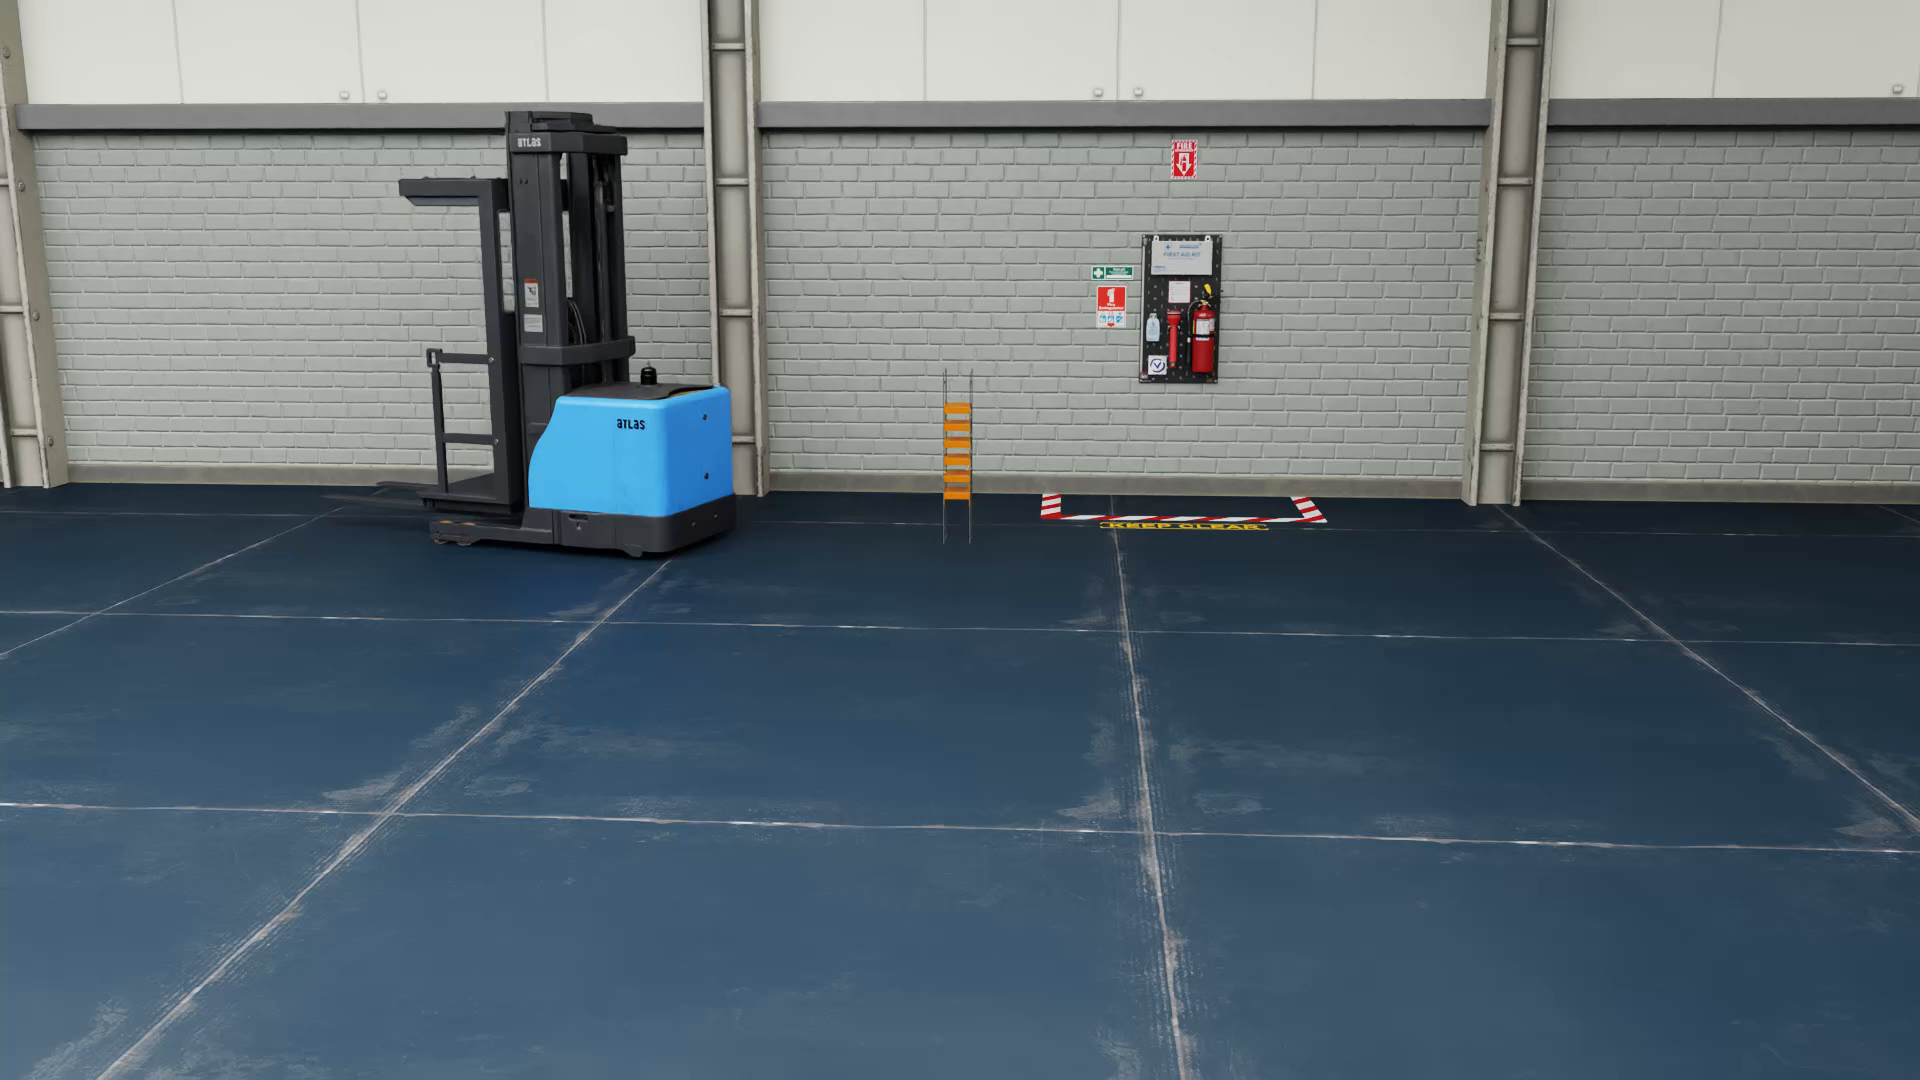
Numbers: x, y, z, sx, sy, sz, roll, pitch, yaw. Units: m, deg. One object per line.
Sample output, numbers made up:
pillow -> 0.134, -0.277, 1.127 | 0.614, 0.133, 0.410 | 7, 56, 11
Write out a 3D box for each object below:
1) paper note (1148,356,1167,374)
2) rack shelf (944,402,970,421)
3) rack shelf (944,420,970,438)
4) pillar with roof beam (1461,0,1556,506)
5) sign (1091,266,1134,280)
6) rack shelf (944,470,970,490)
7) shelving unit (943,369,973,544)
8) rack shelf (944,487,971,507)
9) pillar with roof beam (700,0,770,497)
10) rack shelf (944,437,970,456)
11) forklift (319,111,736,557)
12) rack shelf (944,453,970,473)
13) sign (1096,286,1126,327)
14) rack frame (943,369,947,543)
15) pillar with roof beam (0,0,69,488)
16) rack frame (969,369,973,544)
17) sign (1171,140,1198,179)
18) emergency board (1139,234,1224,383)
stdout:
paper note -> 1.576, -1.397, 13.271 | 0.142, 0.148, 0.016 | 1, 12, 4
rack shelf -> -0.014, -0.896, 11.582 | 0.180, 0.103, 0.258 | 1, 12, 4
rack shelf -> -0.014, -0.779, 11.606 | 0.180, 0.103, 0.258 | 1, 12, 4
pillar with roof beam -> 3.924, -3.827, 8.084 | 0.400, 9.000, 9.100 | 1, 12, 4
sign -> 1.208, -2.115, 13.172 | 0.331, 0.109, 0.001 | 1, 12, 4
rack shelf -> -0.014, -0.427, 11.680 | 0.180, 0.103, 0.258 | 1, 12, 4
shelving unit -> -0.014, -0.587, 11.646 | 0.189, 1.200, 0.258 | 1, 12, 4
rack shelf -> -0.014, -0.309, 11.704 | 0.180, 0.103, 0.258 | 1, 12, 4
pillar with roof beam -> -2.063, -3.909, 8.477 | 0.400, 9.000, 9.100 | 1, 12, 4
rack shelf -> -0.014, -0.661, 11.631 | 0.180, 0.103, 0.258 | 1, 12, 4
forklift -> -3.171, -1.486, 11.713 | 3.031, 2.935, 1.130 | 5, 13, 21
rack shelf -> -0.014, -0.544, 11.655 | 0.180, 0.103, 0.258 | 1, 12, 4
sign -> 1.204, -1.858, 13.235 | 0.234, 0.329, 0.001 | 1, 12, 4
rack frame -> -0.106, -0.589, 11.652 | 0.006, 1.200, 0.240 | 1, 12, 4
pillar with roof beam -> -8.049, -3.991, 8.869 | 0.400, 9.000, 9.100 | 1, 12, 4
rack frame -> 0.077, -0.586, 11.640 | 0.006, 1.200, 0.240 | 1, 12, 4
sign -> 1.747, -2.967, 12.962 | 0.199, 0.298, 0.001 | 1, 12, 4
emergency board -> 1.748, -1.811, 13.102 | 0.643, 1.169, 0.194 | 1, 12, 4
